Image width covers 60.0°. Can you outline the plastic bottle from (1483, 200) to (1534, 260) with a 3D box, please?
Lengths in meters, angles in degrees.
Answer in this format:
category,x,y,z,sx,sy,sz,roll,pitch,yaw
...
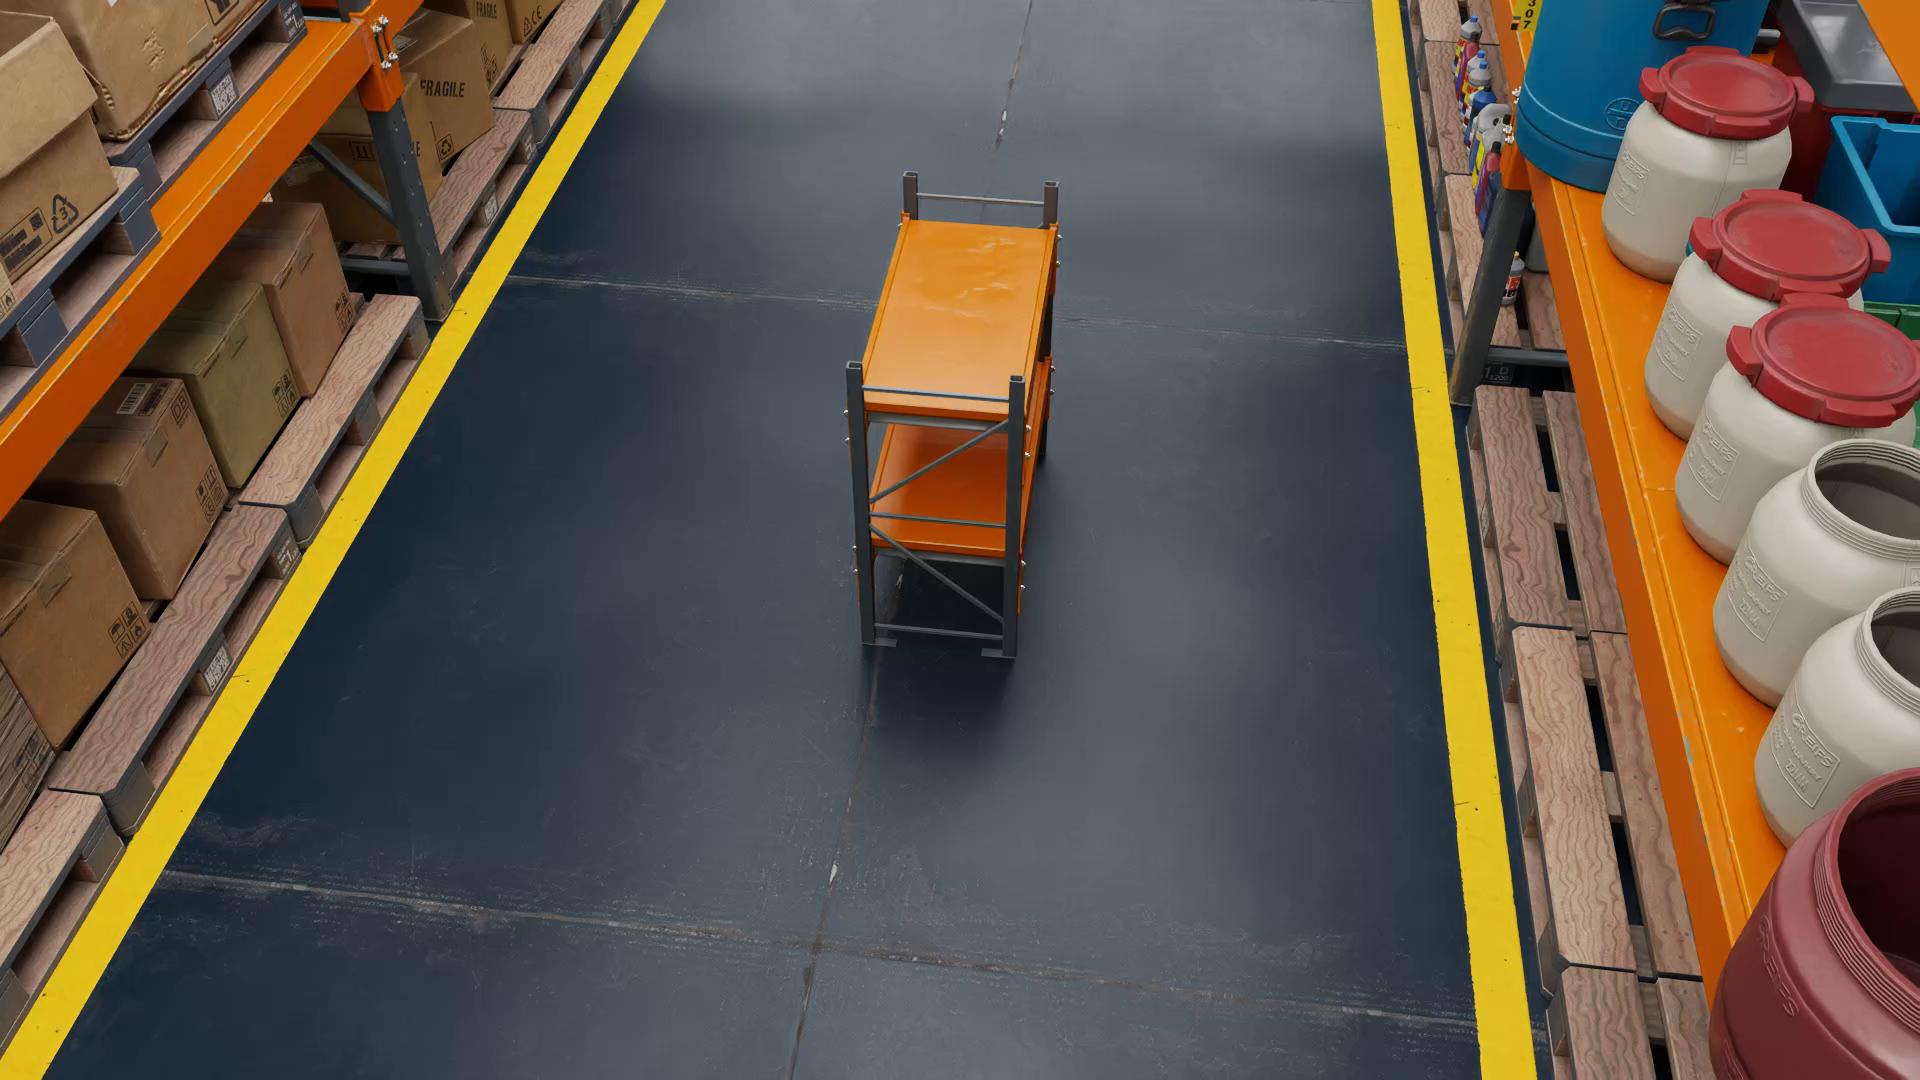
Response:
category,x,y,z,sx,sy,sz,roll,pitch,yaw
plastic bottle,2.154,-1.253,6.498,0.144,0.351,0.185,4,44,4

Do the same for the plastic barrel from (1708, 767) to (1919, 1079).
category,x,y,z,sx,sy,sz,roll,pitch,yaw
plastic barrel,1.587,0.743,2.684,0.600,0.536,0.708,5,44,6

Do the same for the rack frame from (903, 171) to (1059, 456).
category,x,y,z,sx,sy,sz,roll,pitch,yaw
rack frame,0.066,-0.750,5.724,0.500,1.125,0.032,5,44,6

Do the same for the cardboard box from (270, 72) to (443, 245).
category,x,y,z,sx,sy,sz,roll,pitch,yaw
cardboard box,-2.462,-1.554,6.722,0.500,0.500,0.500,4,44,4

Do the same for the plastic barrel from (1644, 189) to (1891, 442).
category,x,y,z,sx,sy,sz,roll,pitch,yaw
plastic barrel,1.914,-0.507,4.005,0.433,0.535,0.433,0,43,0

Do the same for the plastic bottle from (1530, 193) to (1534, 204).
category,x,y,z,sx,sy,sz,roll,pitch,yaw
plastic bottle,2.330,-1.360,6.666,0.152,0.276,0.135,5,44,6

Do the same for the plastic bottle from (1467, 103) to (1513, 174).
category,x,y,z,sx,sy,sz,roll,pitch,yaw
plastic bottle,2.248,-1.687,7.011,0.152,0.276,0.135,6,44,6

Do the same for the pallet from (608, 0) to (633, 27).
category,x,y,z,sx,sy,sz,roll,pitch,yaw
pallet,-2.178,-3.151,8.924,1.003,0.211,1.213,5,44,6

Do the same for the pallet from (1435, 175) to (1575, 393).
category,x,y,z,sx,sy,sz,roll,pitch,yaw
pallet,2.485,-1.031,6.685,1.003,0.211,1.213,5,44,6

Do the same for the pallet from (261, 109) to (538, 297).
category,x,y,z,sx,sy,sz,roll,pitch,yaw
pallet,-2.501,-1.488,7.168,1.003,0.211,1.213,5,44,6

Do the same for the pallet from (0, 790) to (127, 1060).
category,x,y,z,sx,sy,sz,roll,pitch,yaw
pallet,-2.979,1.166,4.365,1.003,0.211,1.213,5,44,6

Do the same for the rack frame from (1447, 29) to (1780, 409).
category,x,y,z,sx,sy,sz,roll,pitch,yaw
rack frame,2.355,-1.590,5.247,1.000,3.000,0.127,5,44,6

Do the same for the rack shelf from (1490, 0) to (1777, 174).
category,x,y,z,sx,sy,sz,roll,pitch,yaw
rack shelf,2.619,-2.691,6.934,1.077,0.370,4.000,5,44,6

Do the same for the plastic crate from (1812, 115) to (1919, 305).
category,x,y,z,sx,sy,sz,roll,pitch,yaw
plastic crate,2.517,-0.804,4.429,0.392,0.384,0.575,5,44,6

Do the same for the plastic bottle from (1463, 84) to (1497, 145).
category,x,y,z,sx,sy,sz,roll,pitch,yaw
plastic bottle,2.250,-1.838,7.173,0.097,0.271,0.097,0,43,0

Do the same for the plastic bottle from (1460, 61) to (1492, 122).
category,x,y,z,sx,sy,sz,roll,pitch,yaw
plastic bottle,2.276,-1.976,7.319,0.097,0.271,0.097,0,43,0

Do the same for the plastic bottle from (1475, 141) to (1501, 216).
category,x,y,z,sx,sy,sz,roll,pitch,yaw
plastic bottle,2.160,-1.474,6.780,0.061,0.283,0.133,8,44,8

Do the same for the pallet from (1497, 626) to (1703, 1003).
category,x,y,z,sx,sy,sz,roll,pitch,yaw
pallet,2.131,0.795,4.756,1.003,0.211,1.213,5,44,6

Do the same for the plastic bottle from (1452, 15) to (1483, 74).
category,x,y,z,sx,sy,sz,roll,pitch,yaw
plastic bottle,2.335,-2.277,7.638,0.097,0.271,0.097,0,43,0

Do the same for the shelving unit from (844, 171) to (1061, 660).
category,x,y,z,sx,sy,sz,roll,pitch,yaw
shelving unit,-0.001,-0.404,5.358,0.538,1.125,1.048,5,44,6

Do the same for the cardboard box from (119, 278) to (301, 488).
category,x,y,z,sx,sy,sz,roll,pitch,yaw
cardboard box,-2.739,-0.552,5.650,0.700,0.500,0.500,5,44,5

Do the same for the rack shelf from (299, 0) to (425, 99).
category,x,y,z,sx,sy,sz,roll,pitch,yaw
rack shelf,-2.290,-3.142,7.410,1.077,0.370,4.000,5,44,6

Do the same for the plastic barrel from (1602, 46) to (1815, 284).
category,x,y,z,sx,sy,sz,roll,pitch,yaw
plastic barrel,2.011,-1.007,4.533,0.433,0.535,0.433,0,43,0

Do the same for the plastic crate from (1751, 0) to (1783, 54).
category,x,y,z,sx,sy,sz,roll,pitch,yaw
plastic crate,2.550,-1.912,5.633,0.767,0.338,0.504,5,44,6

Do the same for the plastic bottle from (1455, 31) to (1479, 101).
category,x,y,z,sx,sy,sz,roll,pitch,yaw
plastic bottle,2.287,-2.129,7.473,0.061,0.283,0.133,6,44,6

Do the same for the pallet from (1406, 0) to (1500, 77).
category,x,y,z,sx,sy,sz,roll,pitch,yaw
pallet,2.807,-2.694,8.442,1.003,0.211,1.213,5,44,6

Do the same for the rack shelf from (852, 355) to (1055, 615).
category,x,y,z,sx,sy,sz,roll,pitch,yaw
rack shelf,-0.001,-0.226,5.526,0.538,0.278,1.000,5,44,6

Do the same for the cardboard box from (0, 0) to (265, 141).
category,x,y,z,sx,sy,sz,roll,pitch,yaw
cardboard box,-2.799,-1.881,4.814,1.000,1.000,1.000,6,44,6

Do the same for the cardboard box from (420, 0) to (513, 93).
category,x,y,z,sx,sy,sz,roll,pitch,yaw
cardboard box,-2.390,-2.375,7.589,0.500,0.500,0.500,2,43,2

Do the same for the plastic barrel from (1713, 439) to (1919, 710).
category,x,y,z,sx,sy,sz,roll,pitch,yaw
plastic barrel,1.806,0.088,3.394,0.421,0.512,0.421,0,43,0

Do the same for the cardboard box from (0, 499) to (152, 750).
category,x,y,z,sx,sy,sz,roll,pitch,yaw
cardboard box,-2.886,0.209,4.845,0.700,0.500,0.500,9,44,9

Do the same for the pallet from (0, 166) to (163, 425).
category,x,y,z,sx,sy,sz,roll,pitch,yaw
pallet,-2.862,-0.597,4.338,1.003,0.211,1.213,5,44,6

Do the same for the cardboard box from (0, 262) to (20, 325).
category,x,y,z,sx,sy,sz,roll,pitch,yaw
cardboard box,-2.634,-0.533,3.935,0.500,0.250,0.500,4,44,4

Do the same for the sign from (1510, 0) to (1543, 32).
category,x,y,z,sx,sy,sz,roll,pitch,yaw
sign,1.811,-1.748,5.213,0.100,0.325,0.005,5,44,6
